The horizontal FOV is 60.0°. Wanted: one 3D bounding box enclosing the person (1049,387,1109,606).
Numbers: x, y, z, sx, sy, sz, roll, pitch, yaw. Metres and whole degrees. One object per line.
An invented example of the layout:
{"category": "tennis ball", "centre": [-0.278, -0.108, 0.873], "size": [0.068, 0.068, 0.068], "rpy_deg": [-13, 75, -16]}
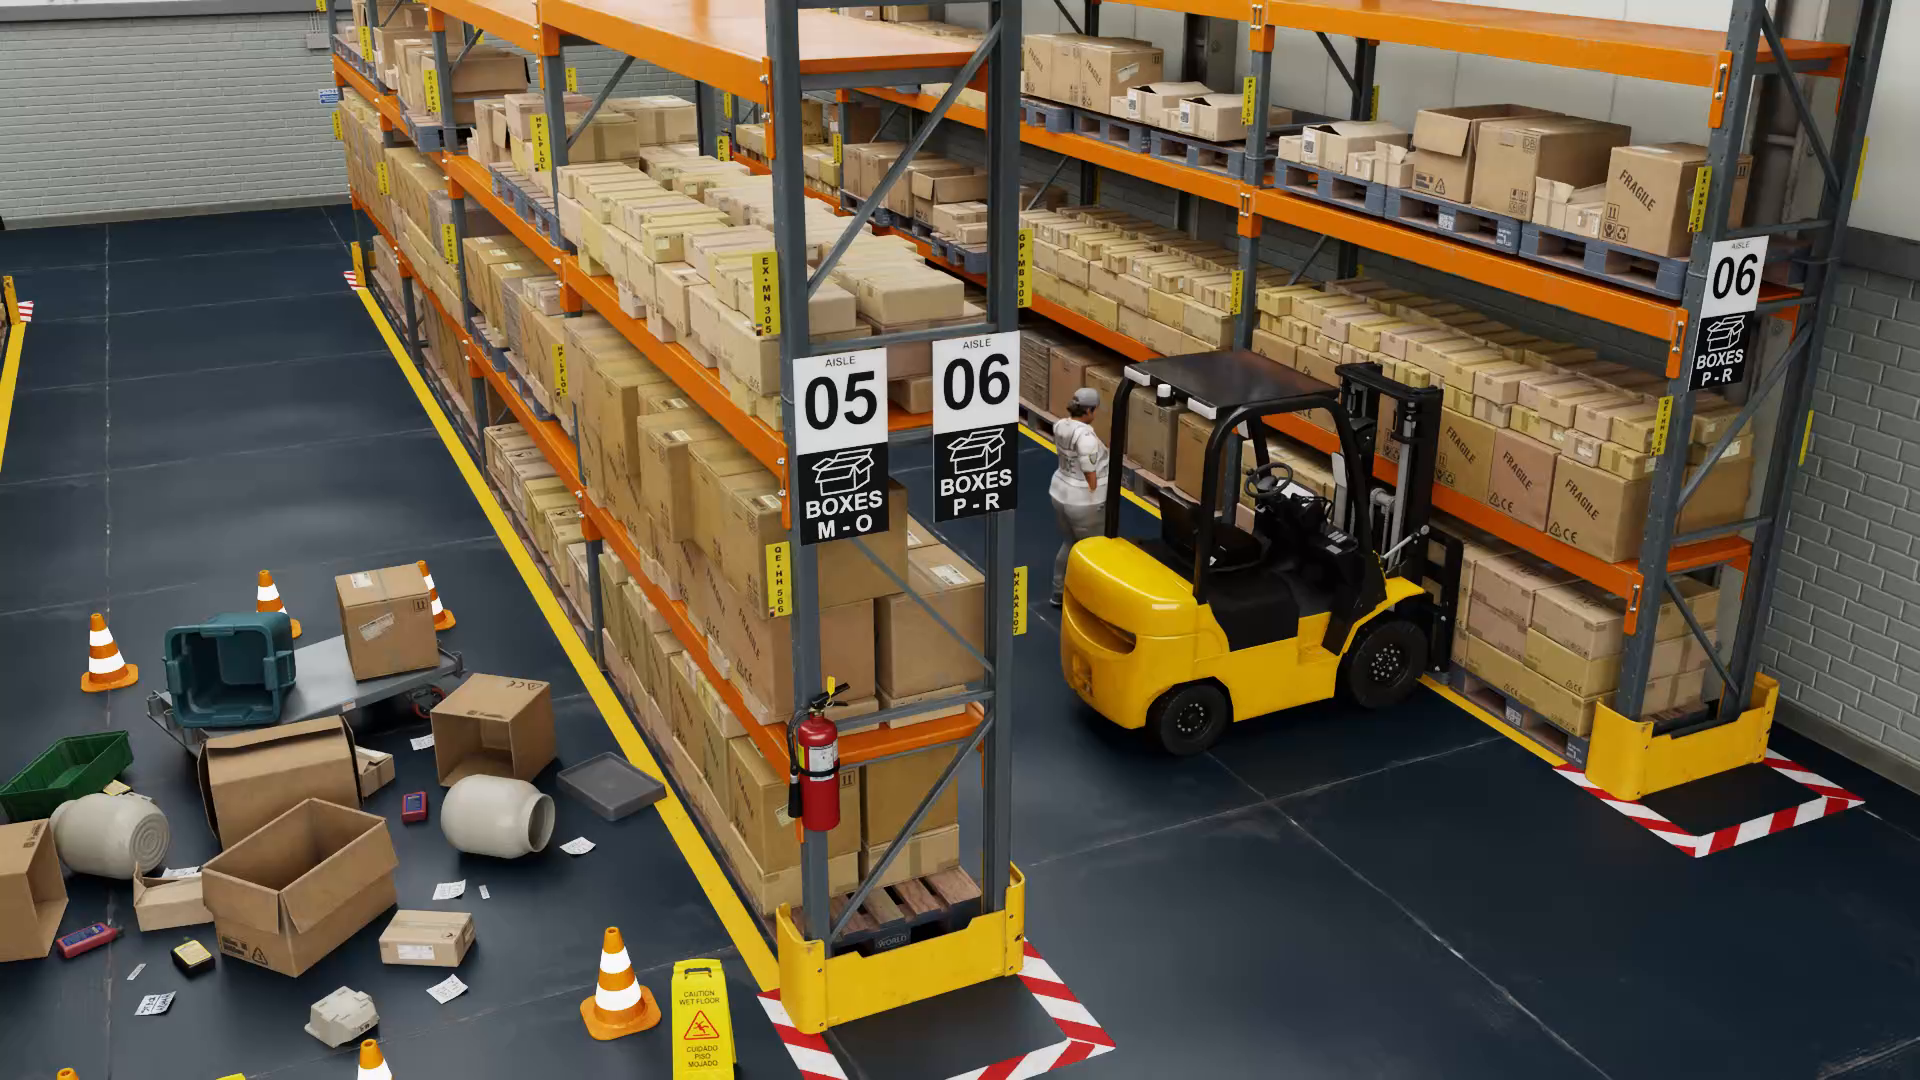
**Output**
{"category": "person", "centre": [0.838, -0.269, 11.679], "size": [0.394, 1.652, 0.475], "rpy_deg": [-10, 24, -23]}
